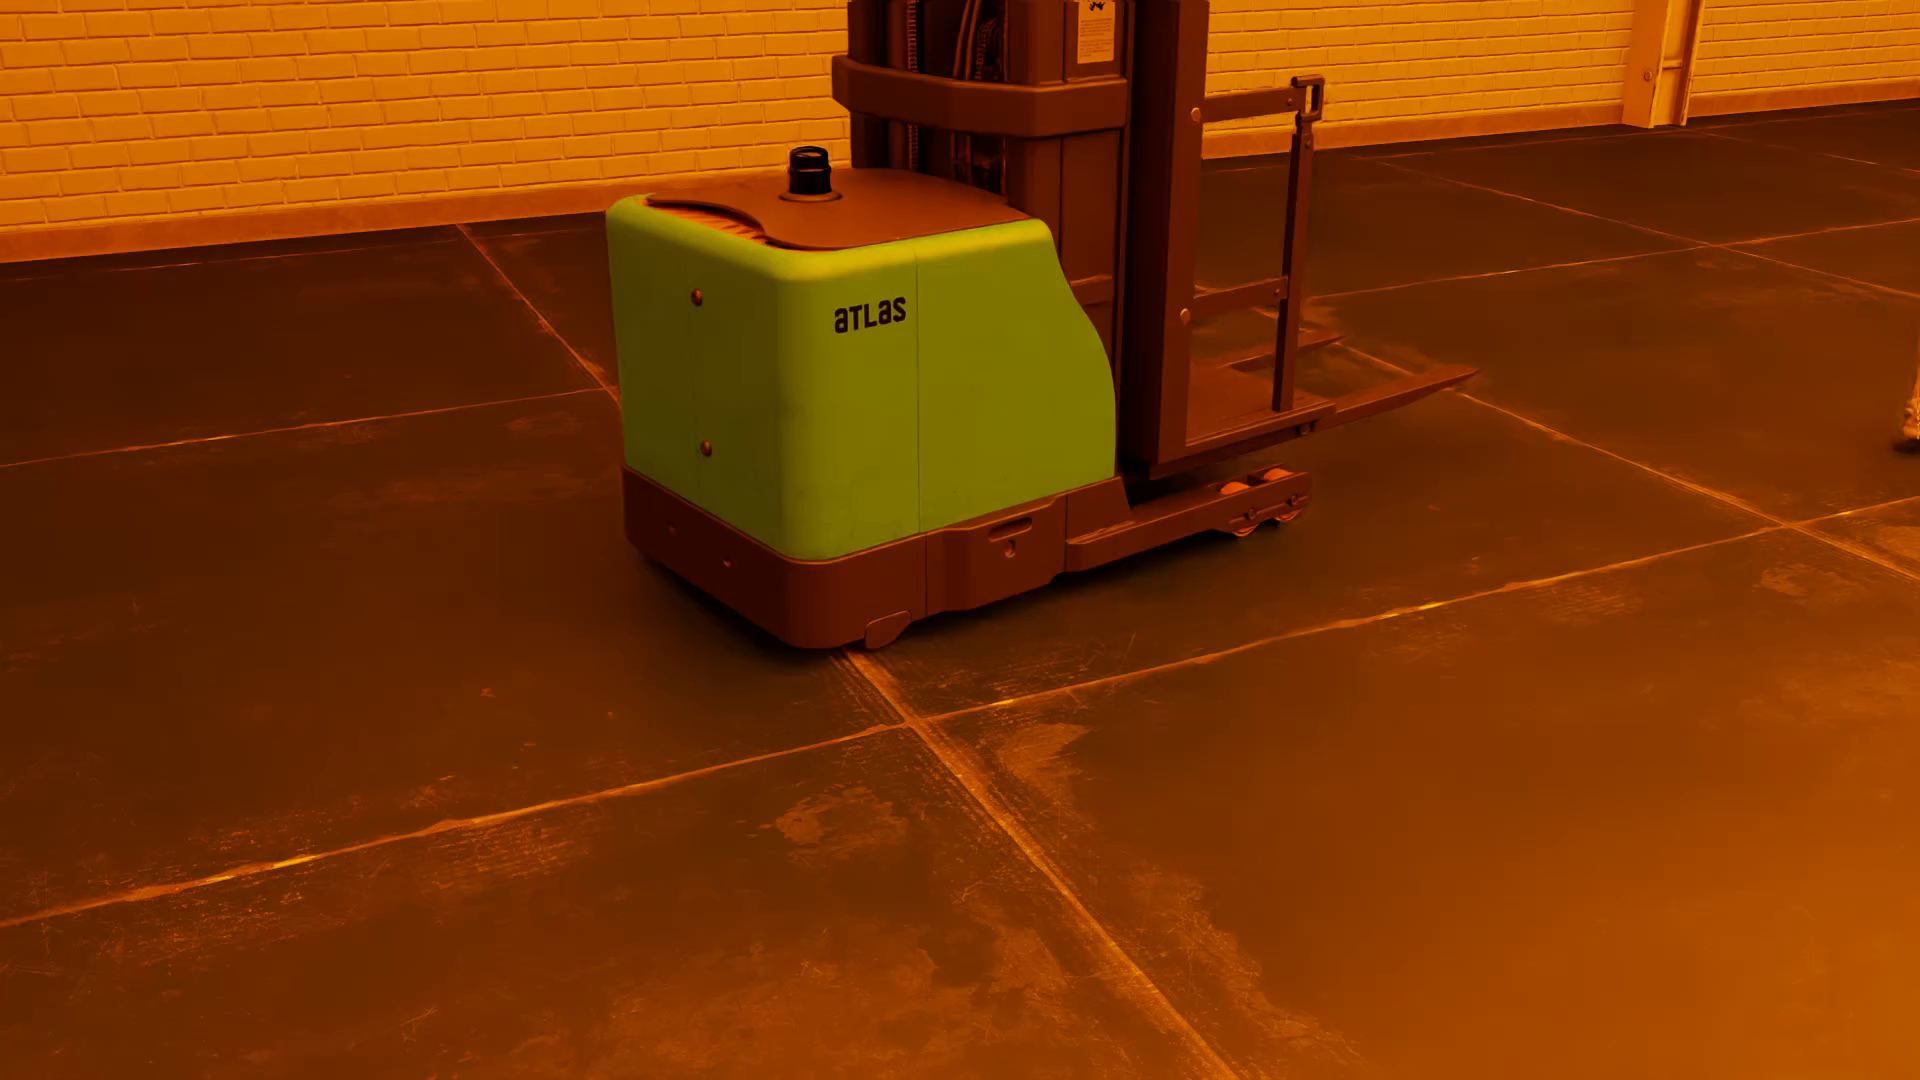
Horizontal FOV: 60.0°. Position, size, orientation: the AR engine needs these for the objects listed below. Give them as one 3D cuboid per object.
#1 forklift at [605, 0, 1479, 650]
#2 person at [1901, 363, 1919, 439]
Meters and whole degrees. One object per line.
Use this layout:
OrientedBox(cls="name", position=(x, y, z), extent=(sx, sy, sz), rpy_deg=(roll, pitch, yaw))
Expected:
OrientedBox(cls="forklift", position=(0.480, -1.507, 4.914), extent=(3.031, 2.935, 1.130), rpy_deg=(-17, 28, -35))
OrientedBox(cls="person", position=(3.690, -1.157, 5.631), extent=(0.760, 1.745, 1.009), rpy_deg=(-17, 28, -35))
